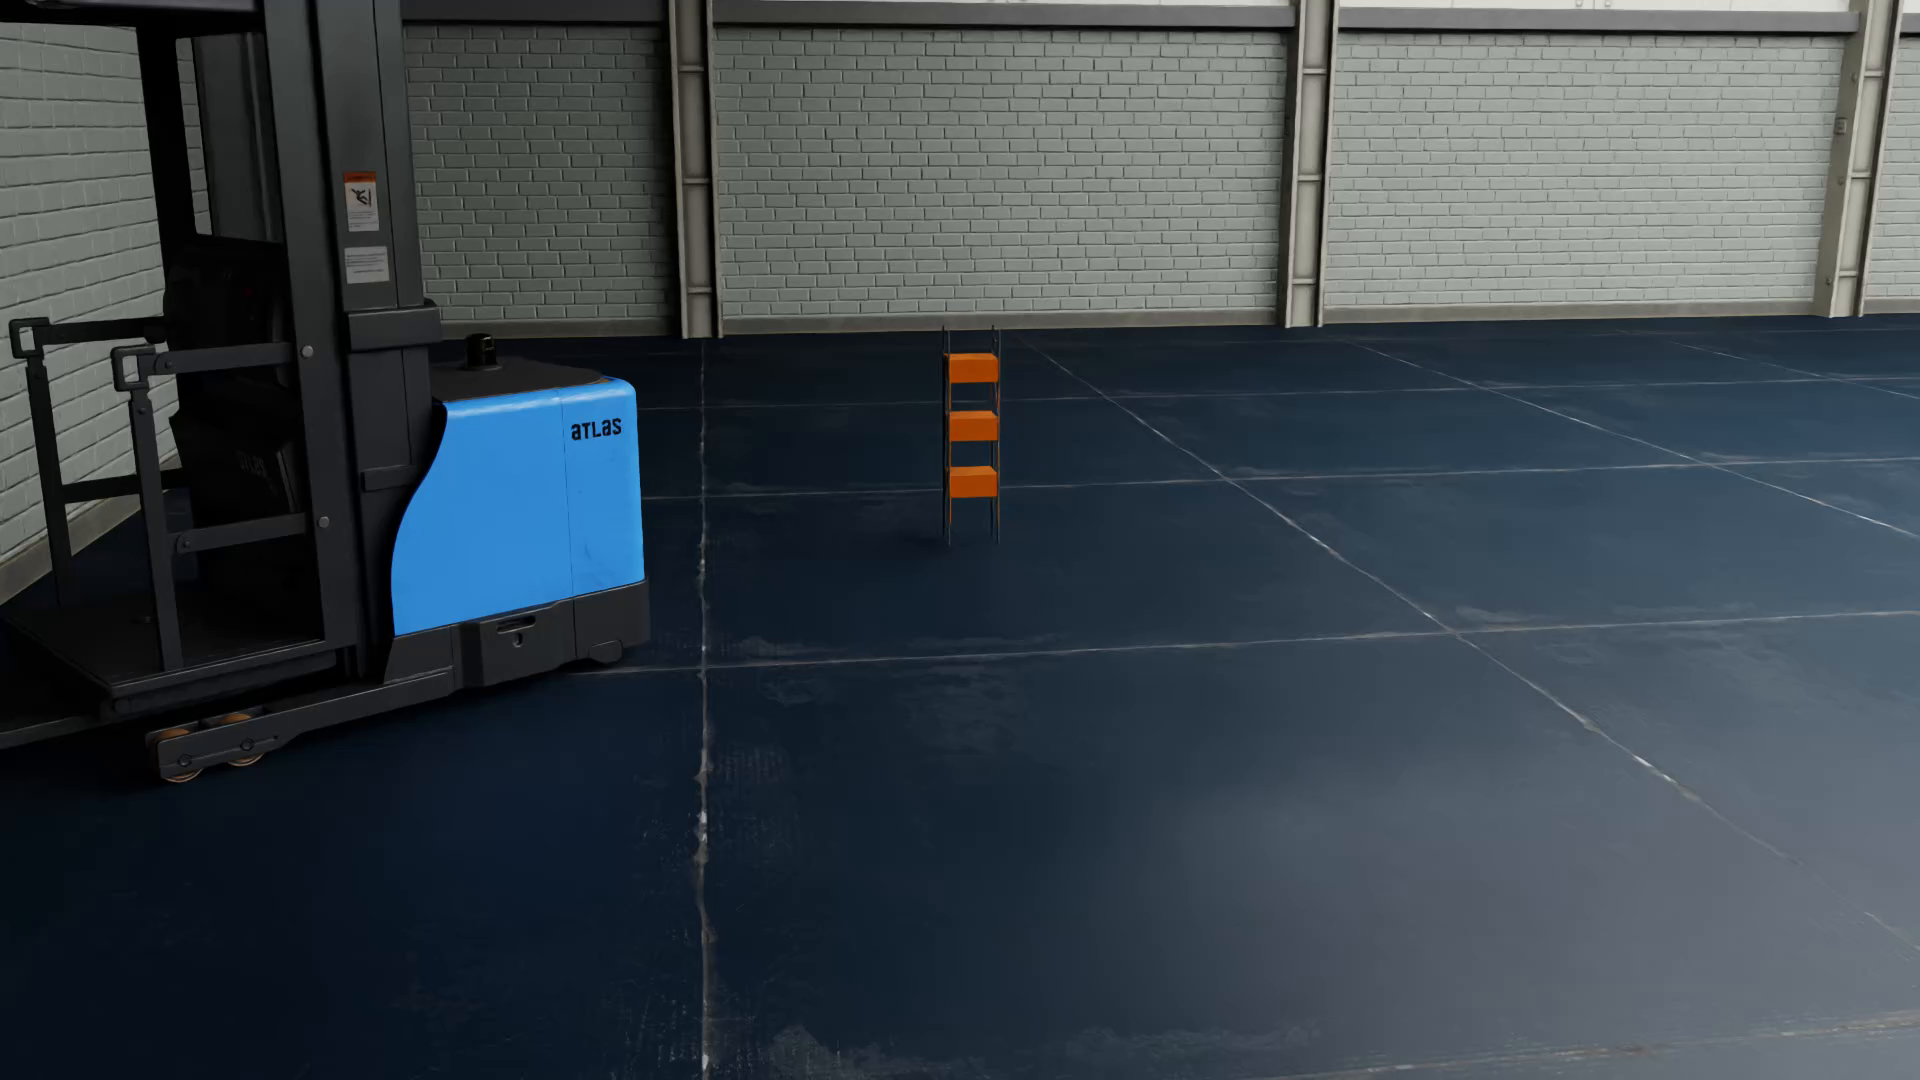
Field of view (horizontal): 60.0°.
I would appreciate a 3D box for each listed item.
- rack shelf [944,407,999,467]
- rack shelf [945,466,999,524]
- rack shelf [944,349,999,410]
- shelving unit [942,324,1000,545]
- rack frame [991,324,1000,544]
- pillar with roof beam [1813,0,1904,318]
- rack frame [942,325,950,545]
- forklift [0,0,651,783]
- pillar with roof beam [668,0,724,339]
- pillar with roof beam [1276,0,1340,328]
[{"bbox_3d":[0.053,-0.501,8.104,0.240,0.259,0.215,-2,14,-8],"label":"rack shelf"},{"bbox_3d":[0.053,-0.231,8.172,0.240,0.259,0.215,-2,14,-8],"label":"rack shelf"},{"bbox_3d":[0.053,-0.776,8.035,0.240,0.259,0.215,-2,14,-8],"label":"rack shelf"},{"bbox_3d":[0.053,-0.511,8.102,0.252,1.050,0.215,-2,14,-8],"label":"shelving unit"},{"bbox_3d":[0.174,-0.516,8.119,0.008,1.050,0.200,-2,14,-8],"label":"rack frame"},{"bbox_3d":[10.022,-5.730,12.570,0.400,9.000,9.100,-2,14,-8],"label":"pillar with roof beam"},{"bbox_3d":[-0.068,-0.507,8.084,0.008,1.050,0.200,-2,14,-8],"label":"rack frame"},{"bbox_3d":[-2.597,-0.805,5.405,3.031,2.935,1.130,-13,19,-43],"label":"forklift"},{"bbox_3d":[-1.844,-5.295,10.836,0.400,9.000,9.100,-2,14,-8],"label":"pillar with roof beam"},{"bbox_3d":[4.089,-5.512,11.703,0.400,9.000,9.100,-2,14,-8],"label":"pillar with roof beam"}]
